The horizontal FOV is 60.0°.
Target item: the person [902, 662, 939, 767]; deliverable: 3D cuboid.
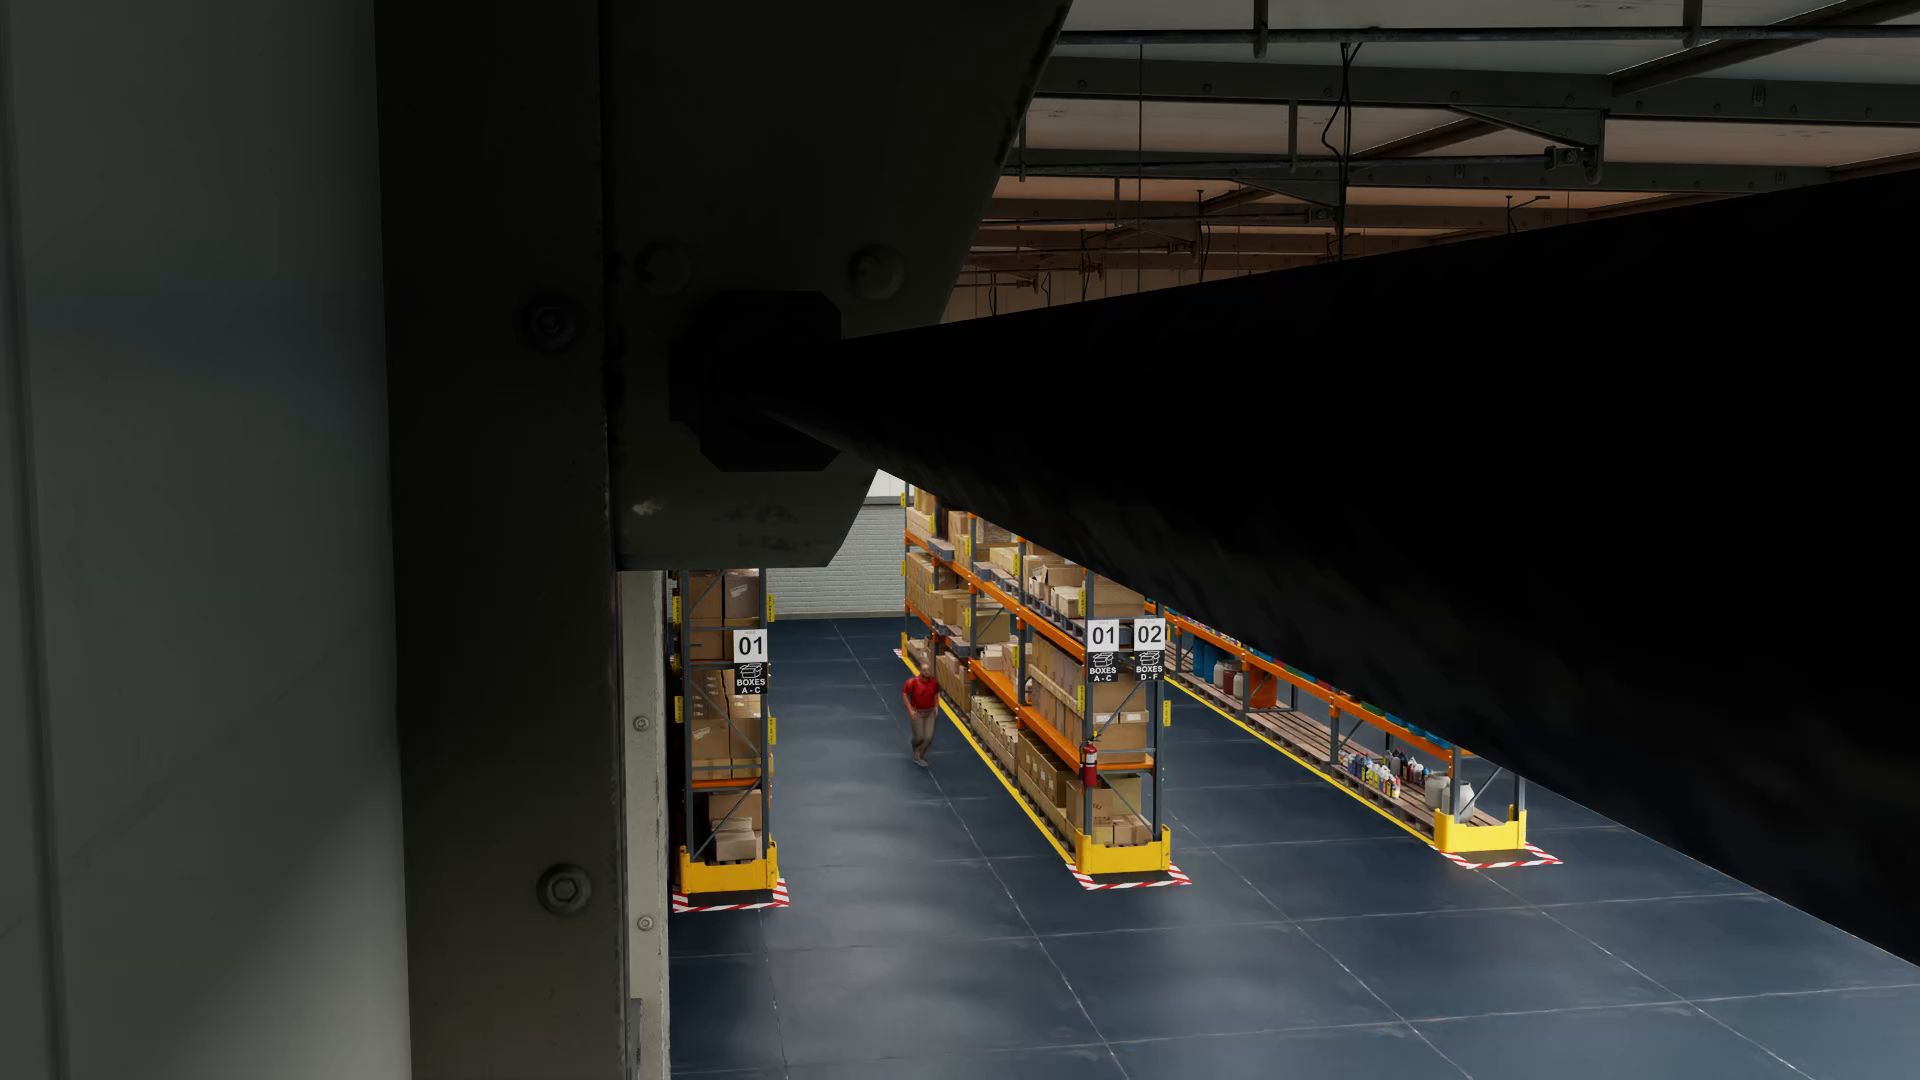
[{"bbox_3d":[-0.636,2.760,26.553,0.661,1.670,0.572,-2,6,-23],"label":"person"}]
